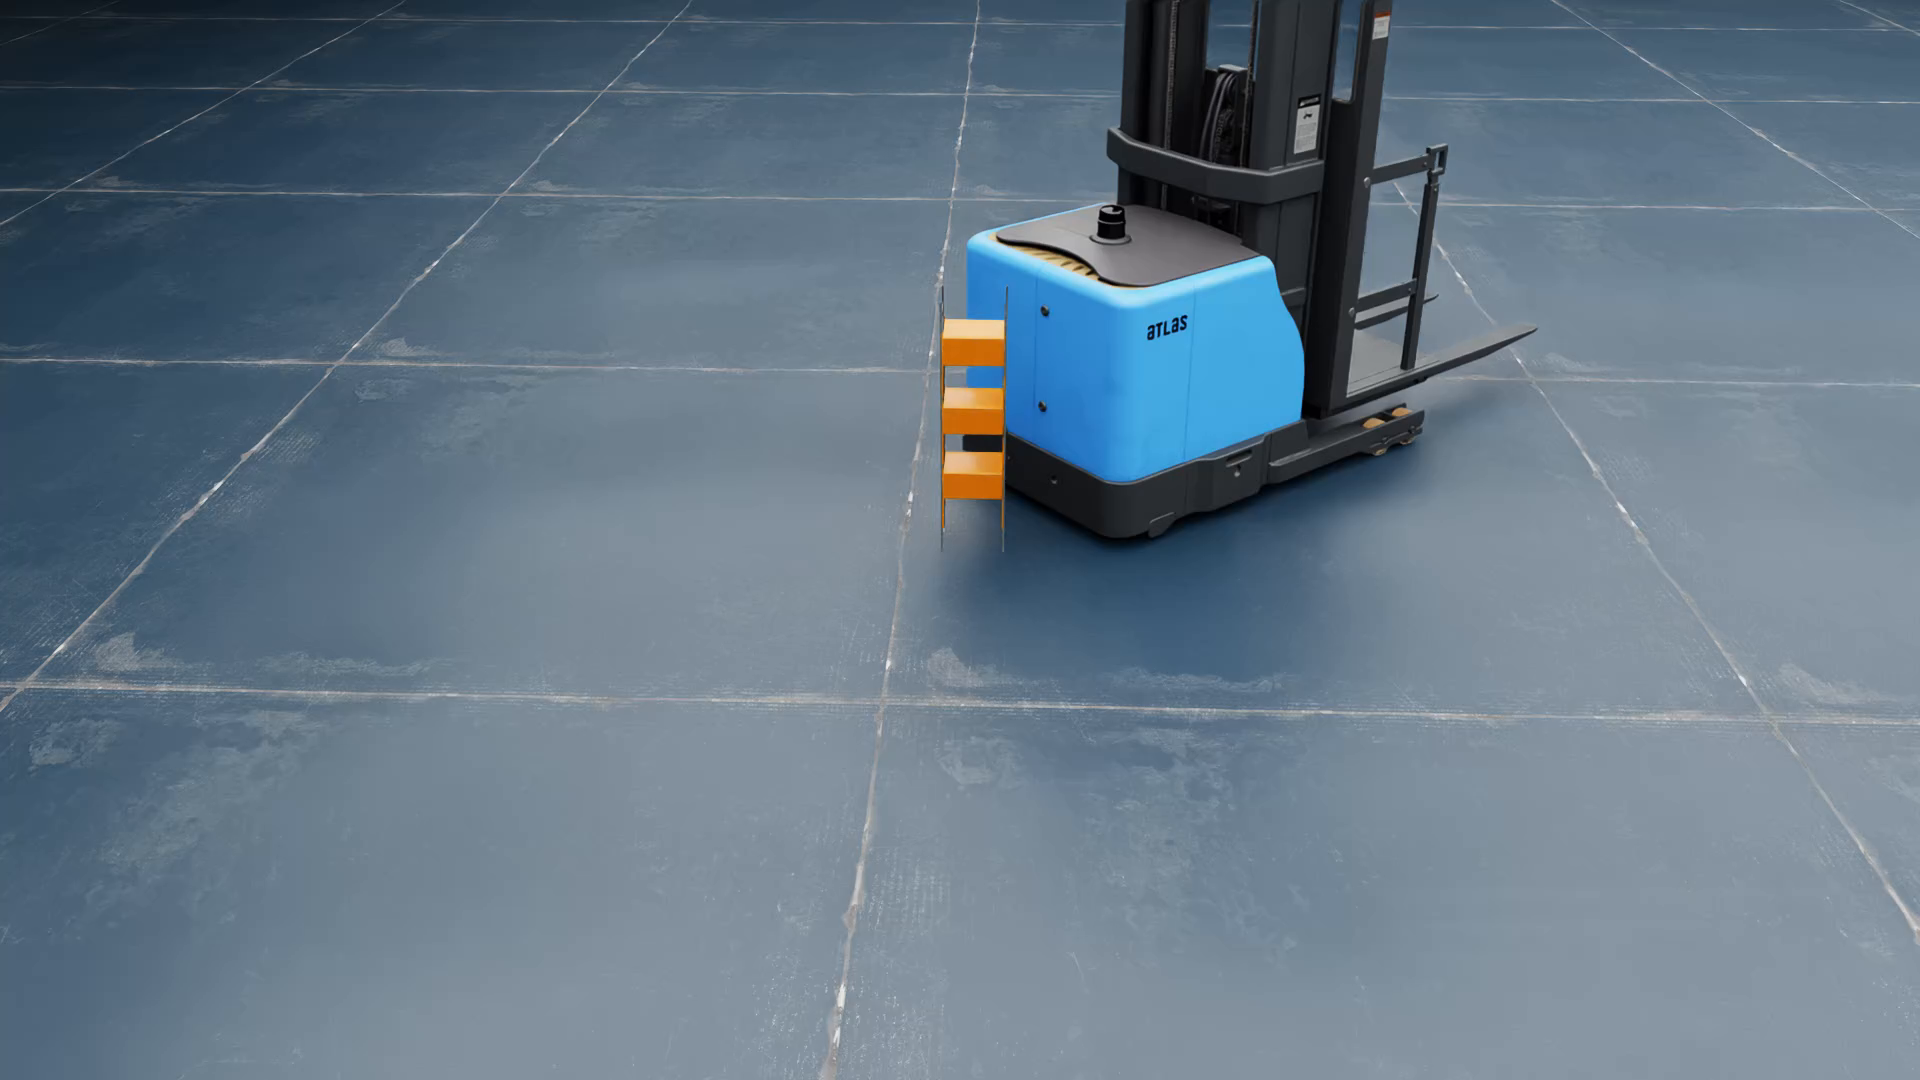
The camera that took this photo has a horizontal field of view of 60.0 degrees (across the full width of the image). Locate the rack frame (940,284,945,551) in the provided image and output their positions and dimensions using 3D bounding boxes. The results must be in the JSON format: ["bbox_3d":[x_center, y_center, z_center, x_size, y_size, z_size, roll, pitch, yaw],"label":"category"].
[{"bbox_3d":[-0.068,-0.465,6.506,0.008,1.050,0.200,1,28,2],"label":"rack frame"}]

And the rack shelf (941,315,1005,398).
[{"bbox_3d":[0.053,-0.704,6.374,0.240,0.259,0.215,1,28,2],"label":"rack shelf"}]

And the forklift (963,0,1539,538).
[{"bbox_3d":[1.485,-1.848,7.107,3.031,2.935,1.130,-20,34,-33],"label":"forklift"}]

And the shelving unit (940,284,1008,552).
[{"bbox_3d":[0.053,-0.463,6.502,0.252,1.050,0.215,1,28,2],"label":"shelving unit"}]

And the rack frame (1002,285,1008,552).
[{"bbox_3d":[0.175,-0.461,6.499,0.008,1.050,0.200,1,28,2],"label":"rack frame"}]

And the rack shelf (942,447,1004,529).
[{"bbox_3d":[0.053,-0.208,6.638,0.240,0.259,0.215,1,28,2],"label":"rack shelf"}]

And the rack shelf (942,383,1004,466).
[{"bbox_3d":[0.053,-0.454,6.507,0.240,0.259,0.215,1,28,2],"label":"rack shelf"}]
